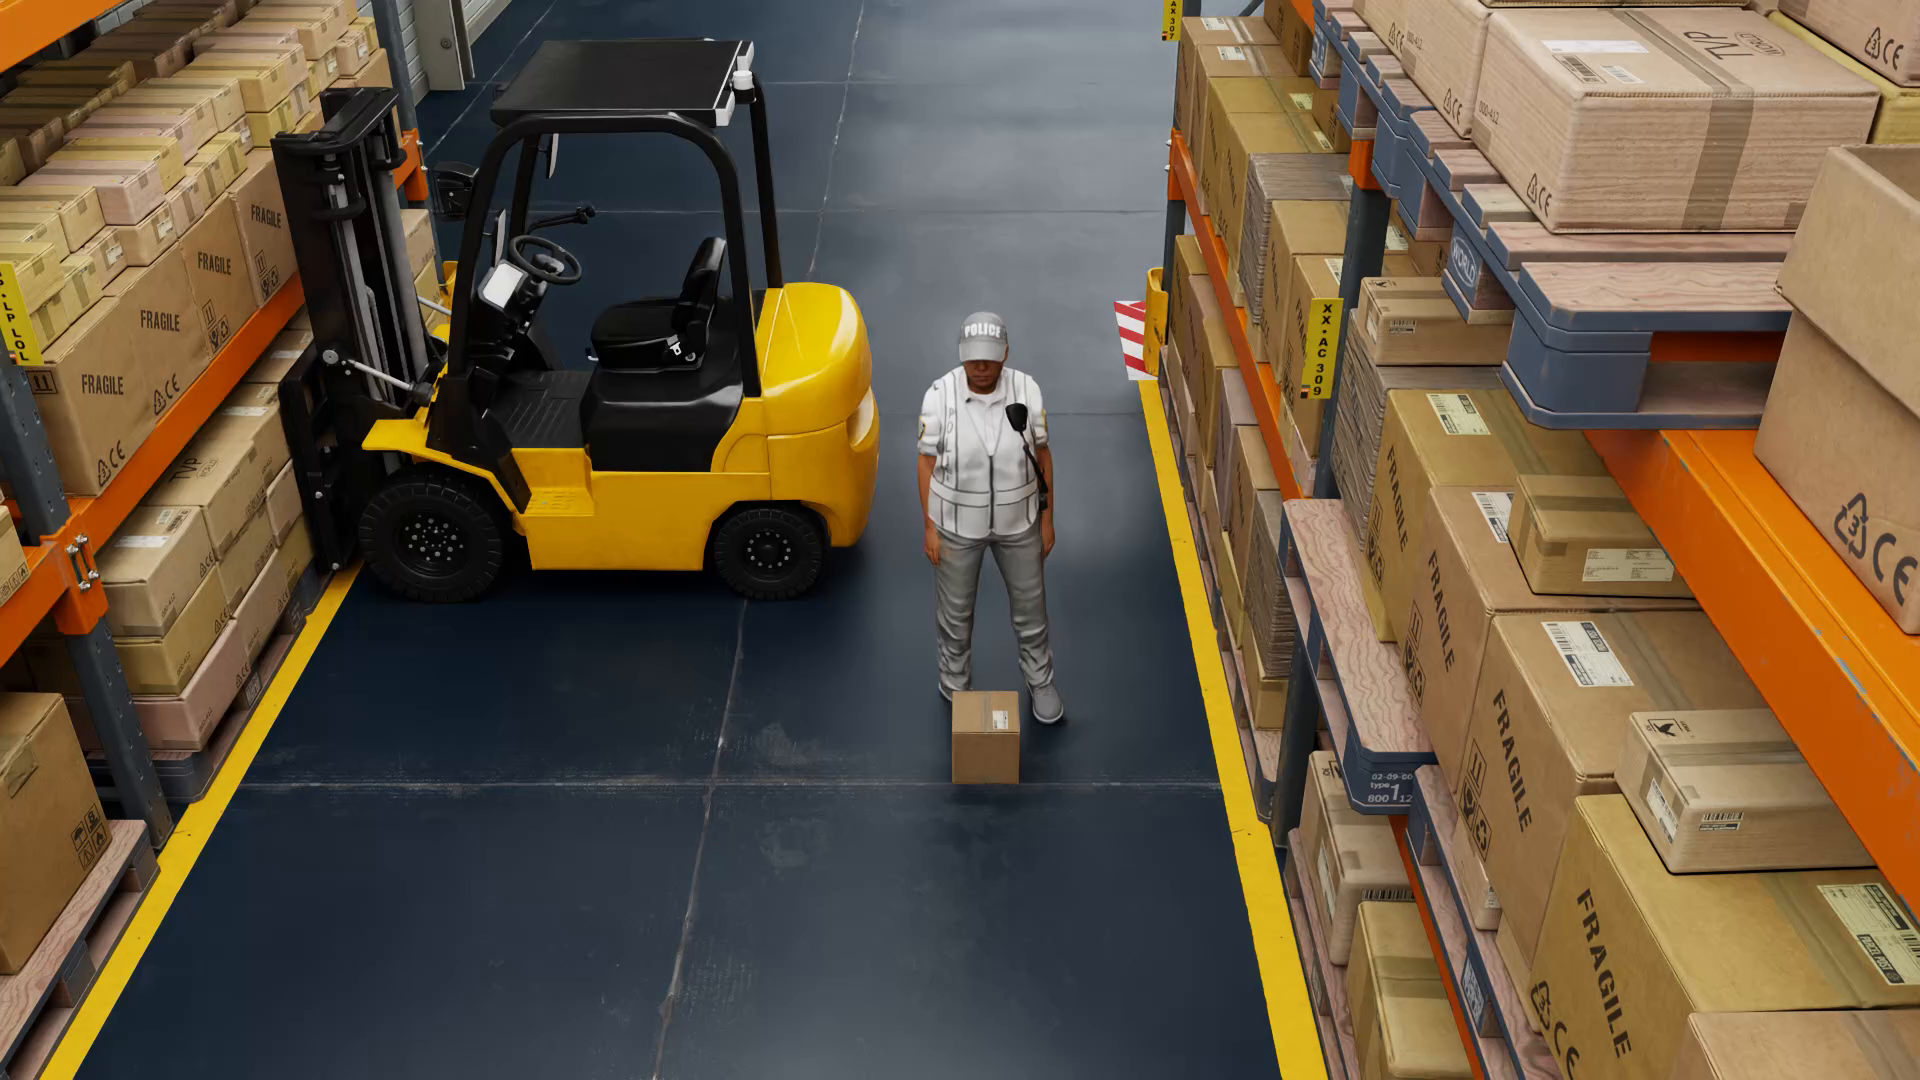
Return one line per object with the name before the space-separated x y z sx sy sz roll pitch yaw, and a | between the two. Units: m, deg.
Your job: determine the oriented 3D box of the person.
person | 0.122 -0.067 6.218 0.550 1.674 0.392 -5 32 -7
